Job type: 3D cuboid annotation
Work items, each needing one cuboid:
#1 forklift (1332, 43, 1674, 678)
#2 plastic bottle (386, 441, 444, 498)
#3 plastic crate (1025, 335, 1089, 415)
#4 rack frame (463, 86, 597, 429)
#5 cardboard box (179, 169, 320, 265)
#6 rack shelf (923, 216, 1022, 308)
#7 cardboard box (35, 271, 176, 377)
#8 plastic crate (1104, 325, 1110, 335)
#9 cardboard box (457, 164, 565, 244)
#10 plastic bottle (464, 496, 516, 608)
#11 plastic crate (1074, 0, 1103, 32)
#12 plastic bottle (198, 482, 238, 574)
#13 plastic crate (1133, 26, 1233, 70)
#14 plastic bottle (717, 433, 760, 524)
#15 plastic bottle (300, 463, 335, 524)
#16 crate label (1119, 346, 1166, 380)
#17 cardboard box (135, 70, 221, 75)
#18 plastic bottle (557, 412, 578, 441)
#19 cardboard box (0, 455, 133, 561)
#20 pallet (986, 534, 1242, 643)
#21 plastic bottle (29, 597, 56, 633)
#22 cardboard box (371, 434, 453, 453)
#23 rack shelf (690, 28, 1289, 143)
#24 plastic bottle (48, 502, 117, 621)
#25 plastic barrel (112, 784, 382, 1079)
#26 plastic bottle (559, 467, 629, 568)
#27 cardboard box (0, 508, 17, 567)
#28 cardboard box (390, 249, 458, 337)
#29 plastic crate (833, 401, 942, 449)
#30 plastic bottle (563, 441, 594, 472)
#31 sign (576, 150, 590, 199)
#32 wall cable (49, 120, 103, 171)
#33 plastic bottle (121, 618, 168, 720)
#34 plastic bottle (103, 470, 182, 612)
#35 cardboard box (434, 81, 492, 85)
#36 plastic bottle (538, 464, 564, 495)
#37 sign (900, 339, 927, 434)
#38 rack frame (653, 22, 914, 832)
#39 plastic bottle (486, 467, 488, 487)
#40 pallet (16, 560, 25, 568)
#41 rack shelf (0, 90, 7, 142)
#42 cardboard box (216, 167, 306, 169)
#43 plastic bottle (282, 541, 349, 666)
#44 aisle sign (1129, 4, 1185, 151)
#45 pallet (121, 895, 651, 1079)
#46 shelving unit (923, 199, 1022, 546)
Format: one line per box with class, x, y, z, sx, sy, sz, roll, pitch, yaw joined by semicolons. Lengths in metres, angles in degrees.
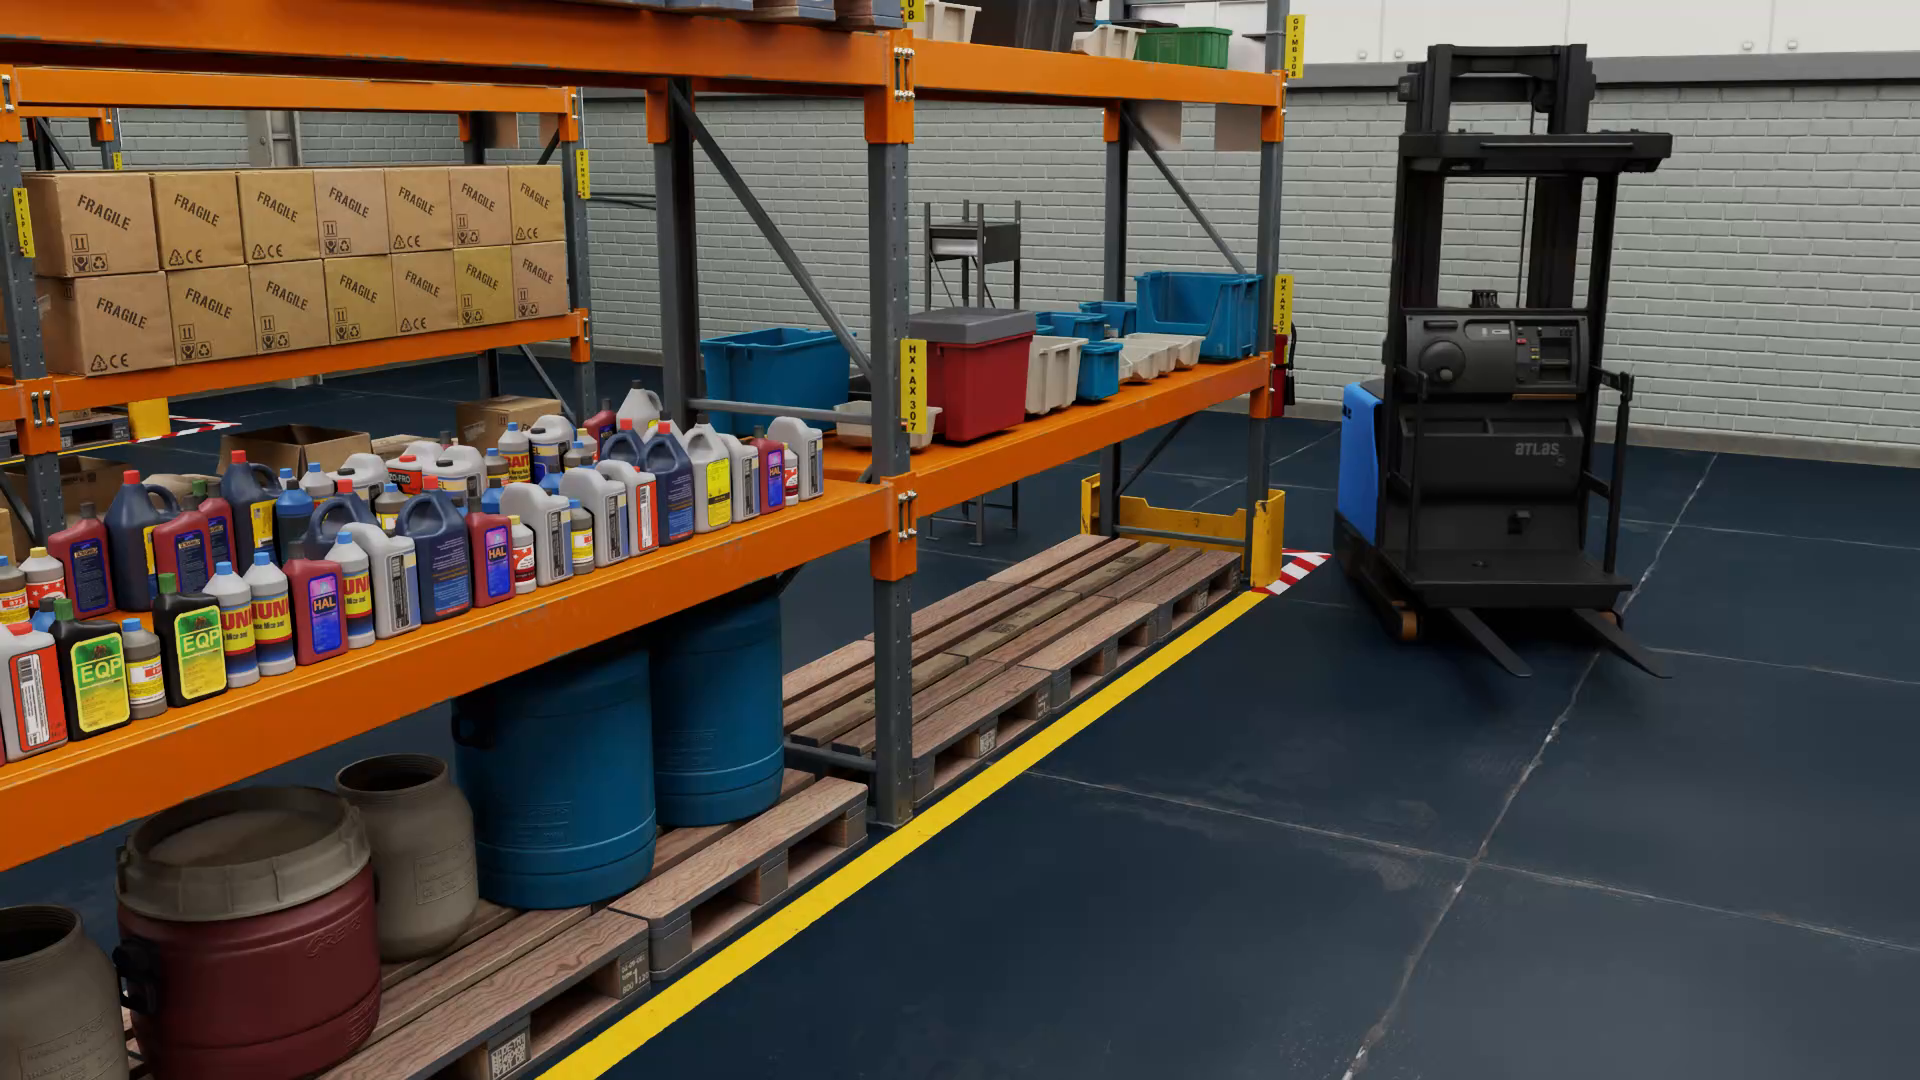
forklift;2.754;-0.976;8.329;1.130;2.935;3.031;0;14;1
plastic bottle;-1.646;-0.156;5.045;0.152;0.276;0.135;7;15;28
plastic crate;0.259;-0.722;7.253;0.437;0.282;0.530;7;15;28
rack frame;-3.041;-1.841;11.768;1.000;3.000;0.127;7;15;28
cardboard box;-4.003;-1.831;9.381;0.500;0.500;0.500;7;15;26
rack shelf;0.080;-1.722;10.267;0.431;0.518;0.480;7;15;28
cardboard box;-4.490;-1.142;8.658;0.500;0.500;0.500;8;16;30
plastic crate;0.658;-1.110;9.172;0.250;0.136;0.298;7;15;28
cardboard box;-3.016;-2.253;11.131;0.500;0.500;0.500;7;15;28
plastic bottle;-1.218;0.022;4.289;0.061;0.283;0.133;7;15;28
plastic crate;0.314;-2.424;7.922;0.504;0.338;0.767;7;15;28
plastic bottle;-1.993;-0.005;4.403;0.061;0.283;0.133;7;15;28
plastic crate;1.066;-2.399;8.137;0.450;0.188;0.336;7;15;28
plastic bottle;-0.725;-0.205;5.250;0.152;0.276;0.135;7;15;28
plastic bottle;-1.838;-0.085;4.762;0.097;0.271;0.097;0;14;0
crate label;0.791;-0.874;8.194;0.396;0.136;0.243;7;15;28
cardboard box;-4.278;-2.579;8.751;0.500;0.250;0.500;7;15;28
plastic bottle;-1.343;-0.295;5.634;0.097;0.271;0.097;0;14;0
cardboard box;-4.948;-0.168;9.224;0.500;0.500;0.500;7;15;28
pallet;0.860;0.242;9.080;1.003;0.211;1.213;7;15;28
plastic bottle;-1.832;0.251;3.369;0.097;0.271;0.097;0;14;0
cardboard box;-3.794;-0.536;11.284;0.500;0.250;0.500;7;15;28
rack shelf;0.326;-1.977;7.468;1.077;0.370;4.000;7;15;28
plastic bottle;-2.200;0.054;4.160;0.061;0.283;0.133;7;15;28
plastic barrel;-1.807;0.997;4.248;0.600;0.588;0.708;7;15;28
plastic bottle;-1.034;-0.074;4.706;0.152;0.276;0.135;7;15;28
cardboard box;-4.963;0.115;8.051;0.500;0.500;0.500;7;15;28
cardboard box;-3.513;-1.558;10.382;0.500;0.500;0.500;8;15;28
plastic crate;-0.291;-0.438;6.386;0.396;0.136;0.243;7;15;28
plastic bottle;-1.257;-0.224;5.487;0.097;0.201;0.097;0;14;0
sign;-2.565;-2.490;11.318;0.100;0.325;0.005;7;15;28
wall cable;-7.589;-3.265;15.508;0.084;1.984;1.851;7;15;28
plastic bottle;-1.714;0.264;3.462;0.097;0.201;0.097;0;14;0
plastic bottle;-2.086;-0.007;4.268;0.144;0.351;0.185;7;15;28
cardboard box;-3.310;-2.989;10.453;0.500;0.250;0.500;7;15;28
plastic bottle;-1.152;-0.082;4.749;0.097;0.271;0.097;0;14;0
sign;-0.160;-0.530;5.741;0.100;0.325;0.005;7;15;28
rack frame;-0.641;-0.458;6.033;1.000;3.000;0.127;7;15;28
plastic bottle;-1.549;-0.174;5.279;0.097;0.201;0.097;0;14;0
pallet;-4.642;0.195;9.275;1.003;0.211;1.213;7;15;28
rack shelf;-5.942;-1.718;6.395;1.077;0.370;4.000;7;15;28
cardboard box;-4.224;-2.000;10.081;0.500;0.500;0.500;7;15;28
plastic bottle;-1.484;0.135;3.821;0.061;0.283;0.133;7;15;28
aisle sign;1.068;-2.591;9.333;0.394;0.787;0.004;7;15;28
pallet;-1.639;1.302;4.681;1.003;0.211;1.213;7;15;28
shelving unit;0.080;-1.055;10.428;0.431;2.100;0.503;7;15;28
